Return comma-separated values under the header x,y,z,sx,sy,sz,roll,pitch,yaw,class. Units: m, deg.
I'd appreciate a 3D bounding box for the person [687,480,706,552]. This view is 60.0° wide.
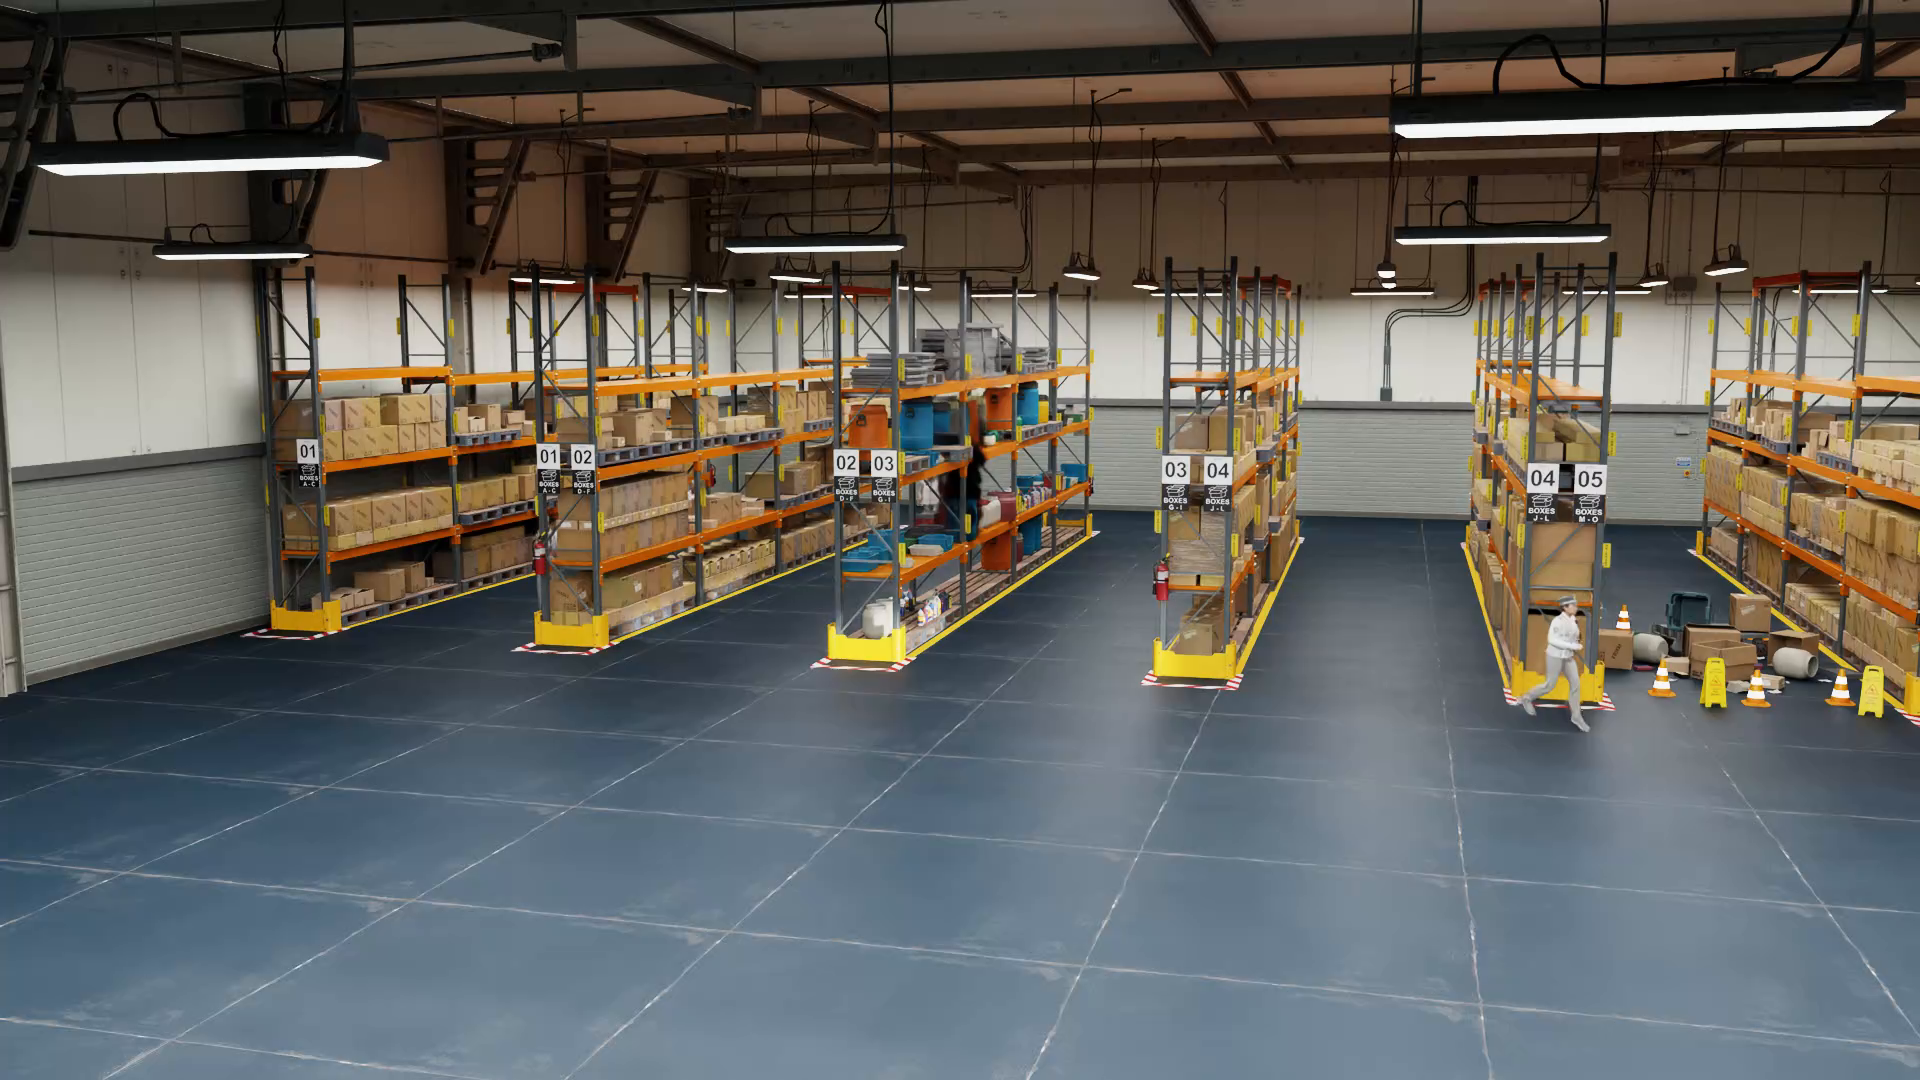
x,y,z,sx,sy,sz,roll,pitch,yaw,class
-5.891,-0.502,36.897,0.615,1.641,0.913,1,7,6,person

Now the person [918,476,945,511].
x,y,z,sx,sy,sz,roll,pitch,yaw,class
-0.676,-0.885,39.738,0.658,1.735,0.745,1,7,6,person

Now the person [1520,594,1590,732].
x,y,z,sx,sy,sz,roll,pitch,yaw,class
7.570,1.508,21.048,0.635,1.708,0.975,-6,10,-41,person

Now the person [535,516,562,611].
x,y,z,sx,sy,sz,roll,pitch,yaw,class
-7.160,0.450,29.067,0.686,1.803,1.008,2,8,17,person
